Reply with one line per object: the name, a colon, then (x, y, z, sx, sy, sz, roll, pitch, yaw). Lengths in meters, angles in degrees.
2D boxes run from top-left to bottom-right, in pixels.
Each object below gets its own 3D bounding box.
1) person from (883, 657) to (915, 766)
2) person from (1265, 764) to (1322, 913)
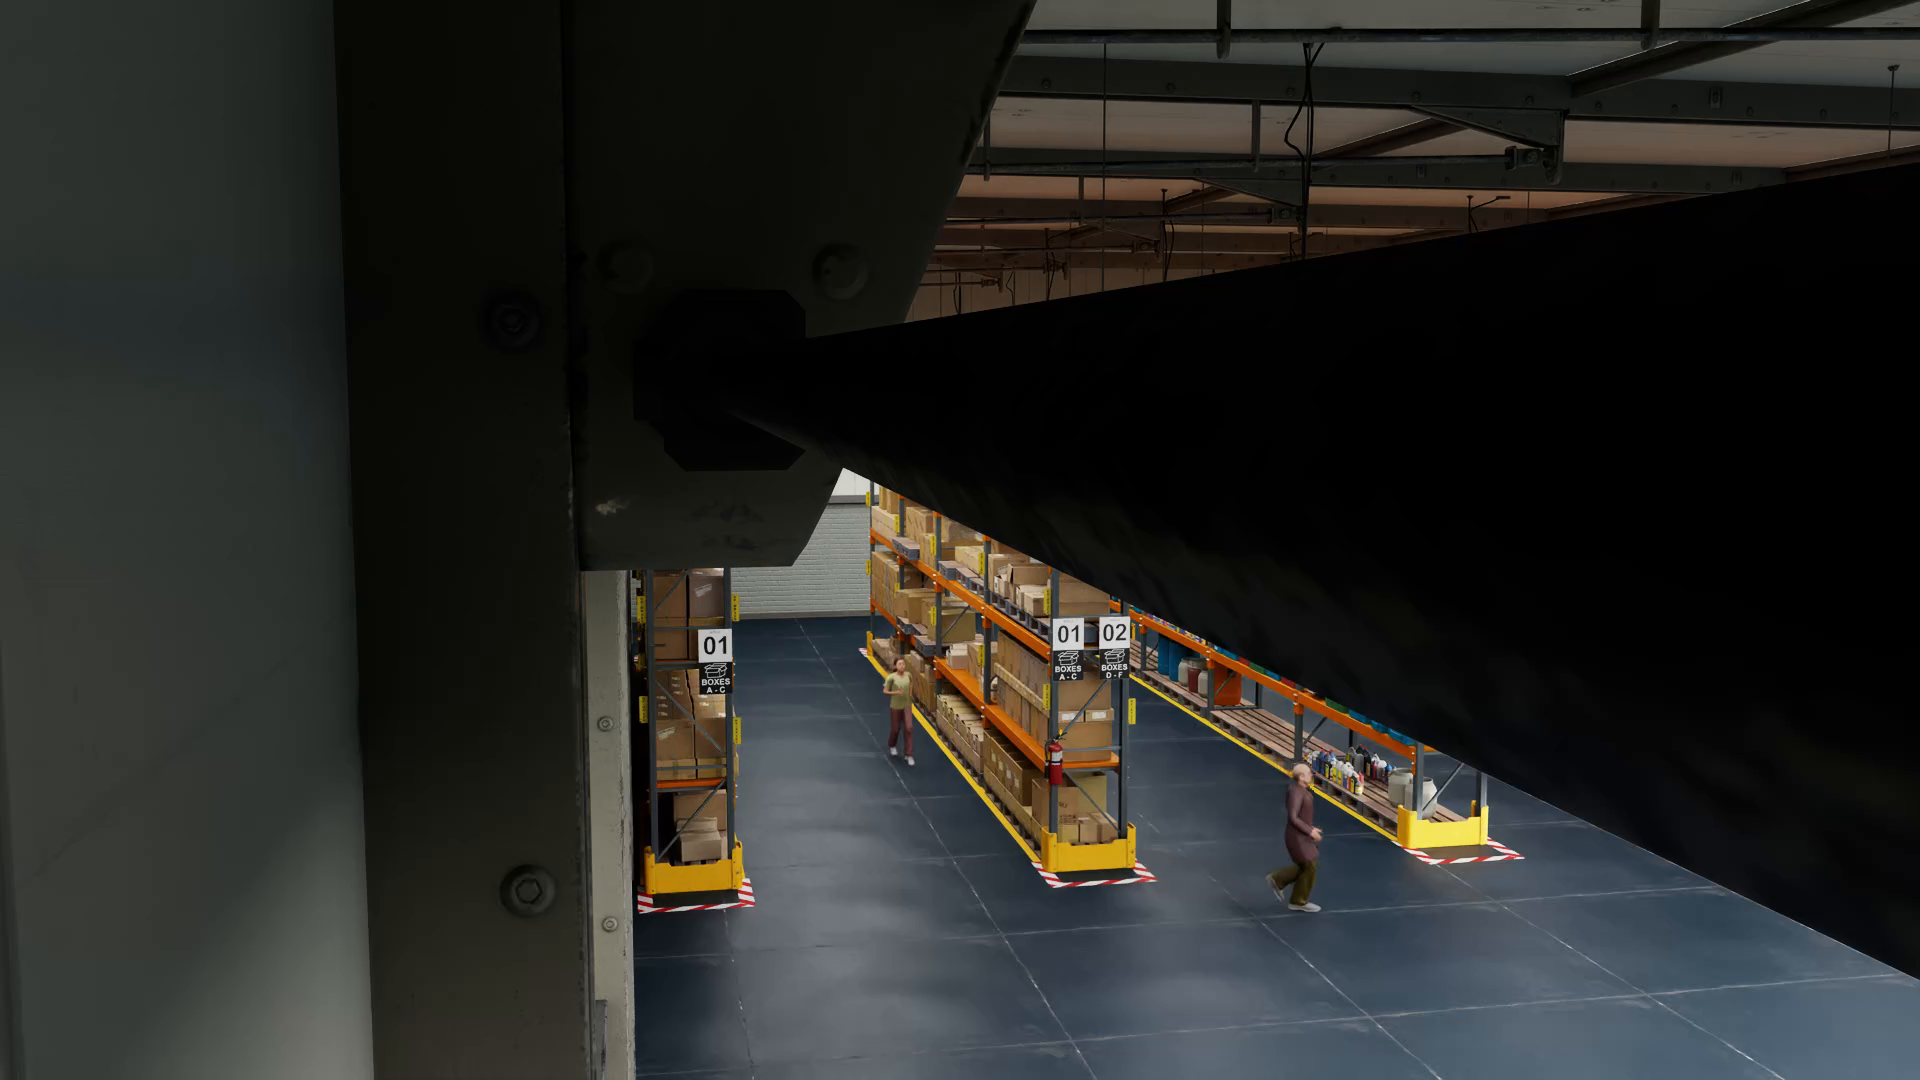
person: (-0.960, 2.700, 26.615, 0.569, 1.688, 0.904, -2, 6, -20)
person: (3.874, 3.454, 19.292, 0.645, 1.743, 0.724, 1, 6, 13)
